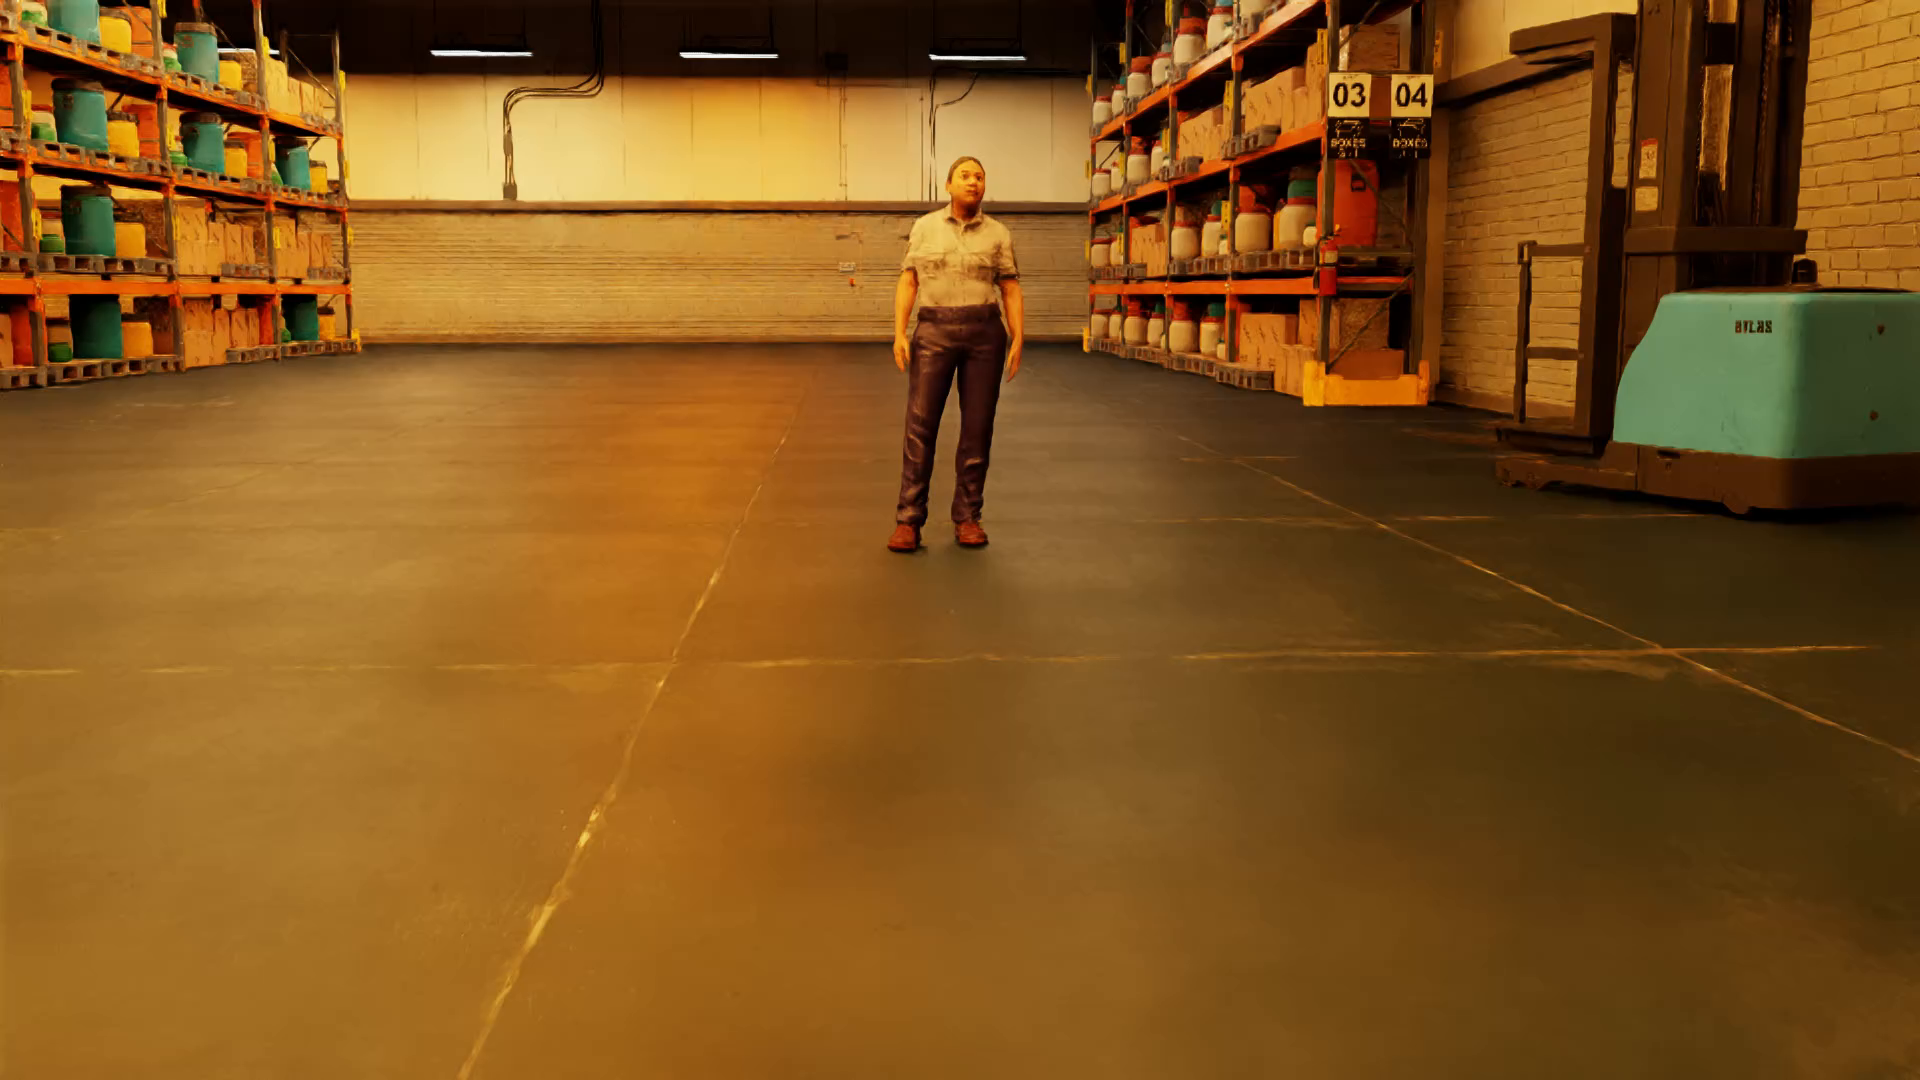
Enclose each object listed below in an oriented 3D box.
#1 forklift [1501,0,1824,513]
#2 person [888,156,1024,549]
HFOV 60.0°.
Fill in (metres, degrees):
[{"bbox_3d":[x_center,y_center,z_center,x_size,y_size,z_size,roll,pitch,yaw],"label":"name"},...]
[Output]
[{"bbox_3d":[3.693,-1.749,9.110,1.121,2.935,3.031,-4,9,-23],"label":"forklift"},{"bbox_3d":[-0.017,-0.808,7.098,0.599,1.650,0.502,-1,8,-4],"label":"person"}]
